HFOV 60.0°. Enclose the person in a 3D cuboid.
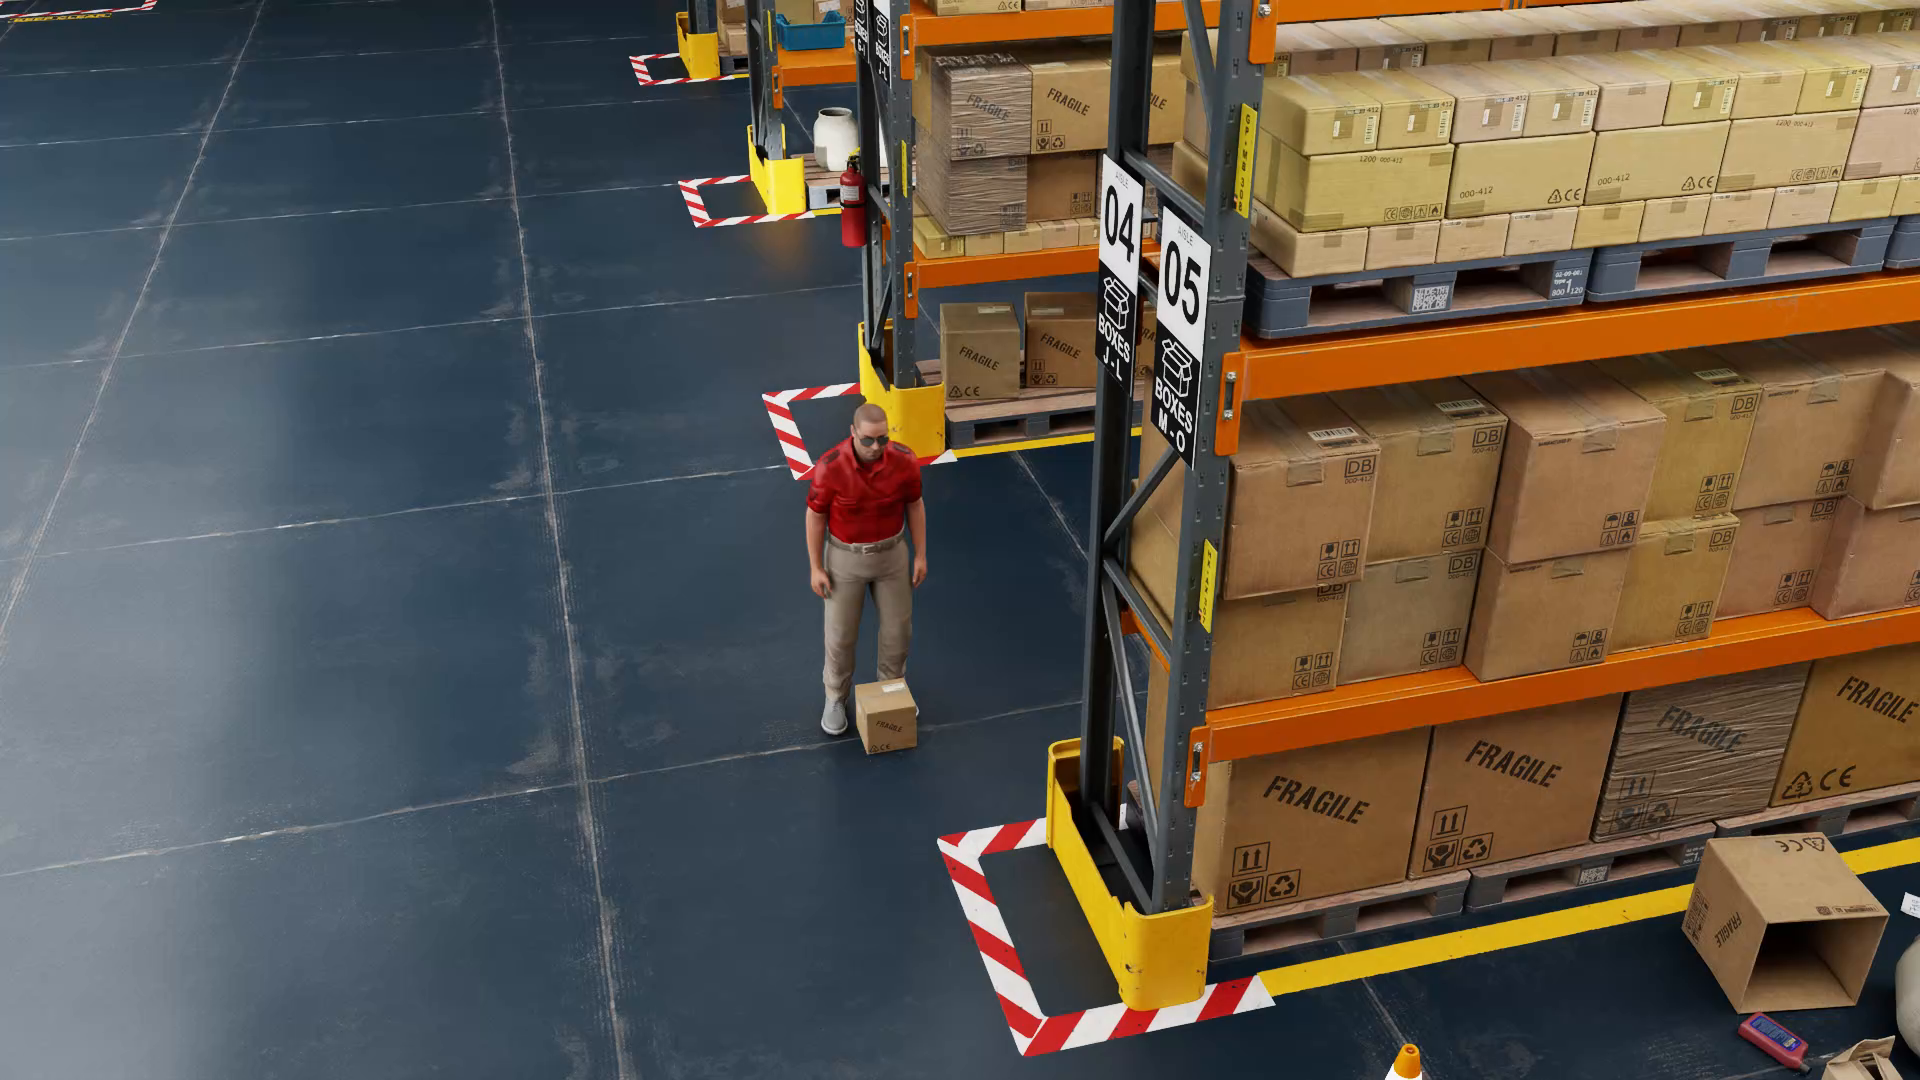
[{"bbox_3d":[-0.445,0.187,8.107,0.568,1.549,0.393,-8,31,-13],"label":"person"}]
